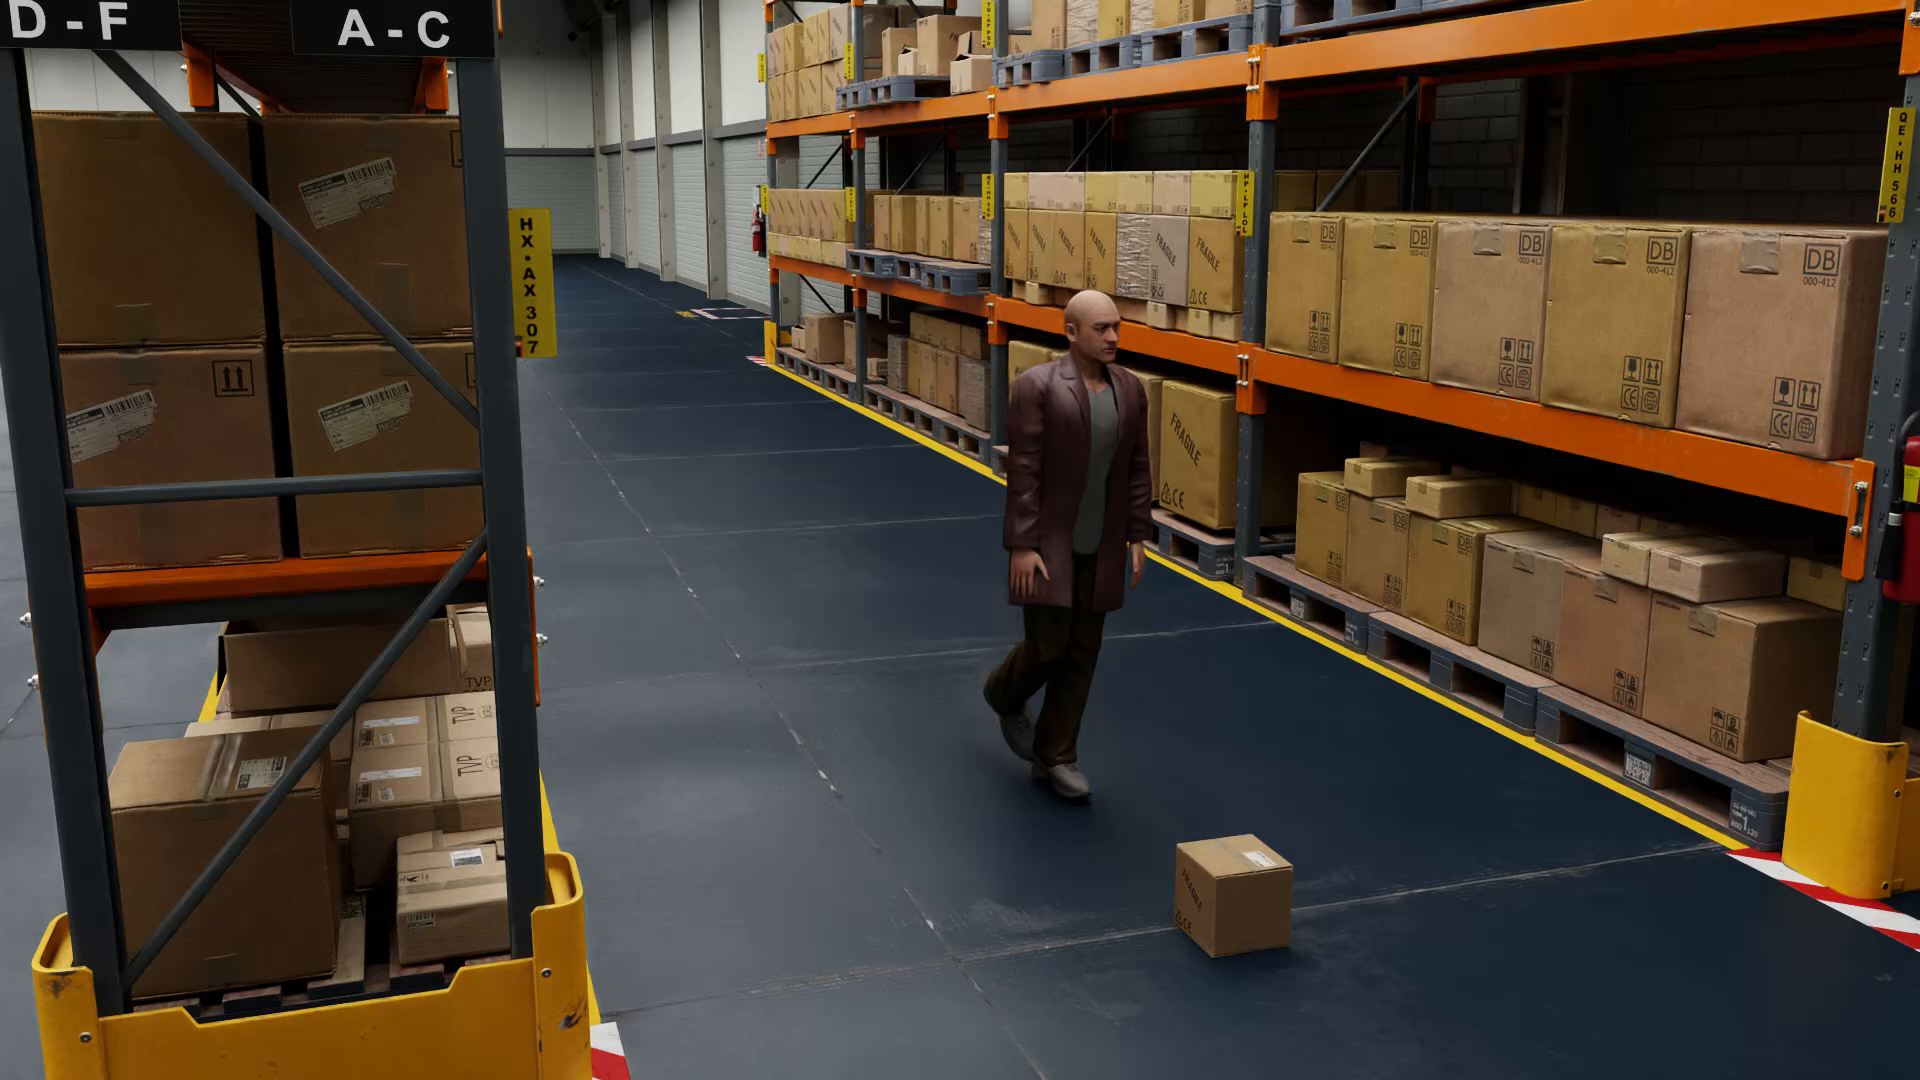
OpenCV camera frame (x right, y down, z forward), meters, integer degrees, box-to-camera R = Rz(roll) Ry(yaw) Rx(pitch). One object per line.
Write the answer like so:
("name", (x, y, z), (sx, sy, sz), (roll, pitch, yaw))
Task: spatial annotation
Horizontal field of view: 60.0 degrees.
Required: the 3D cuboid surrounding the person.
("person", (0.368, -0.002, 5.920), (0.624, 1.772, 0.610), (-6, 13, -24))
